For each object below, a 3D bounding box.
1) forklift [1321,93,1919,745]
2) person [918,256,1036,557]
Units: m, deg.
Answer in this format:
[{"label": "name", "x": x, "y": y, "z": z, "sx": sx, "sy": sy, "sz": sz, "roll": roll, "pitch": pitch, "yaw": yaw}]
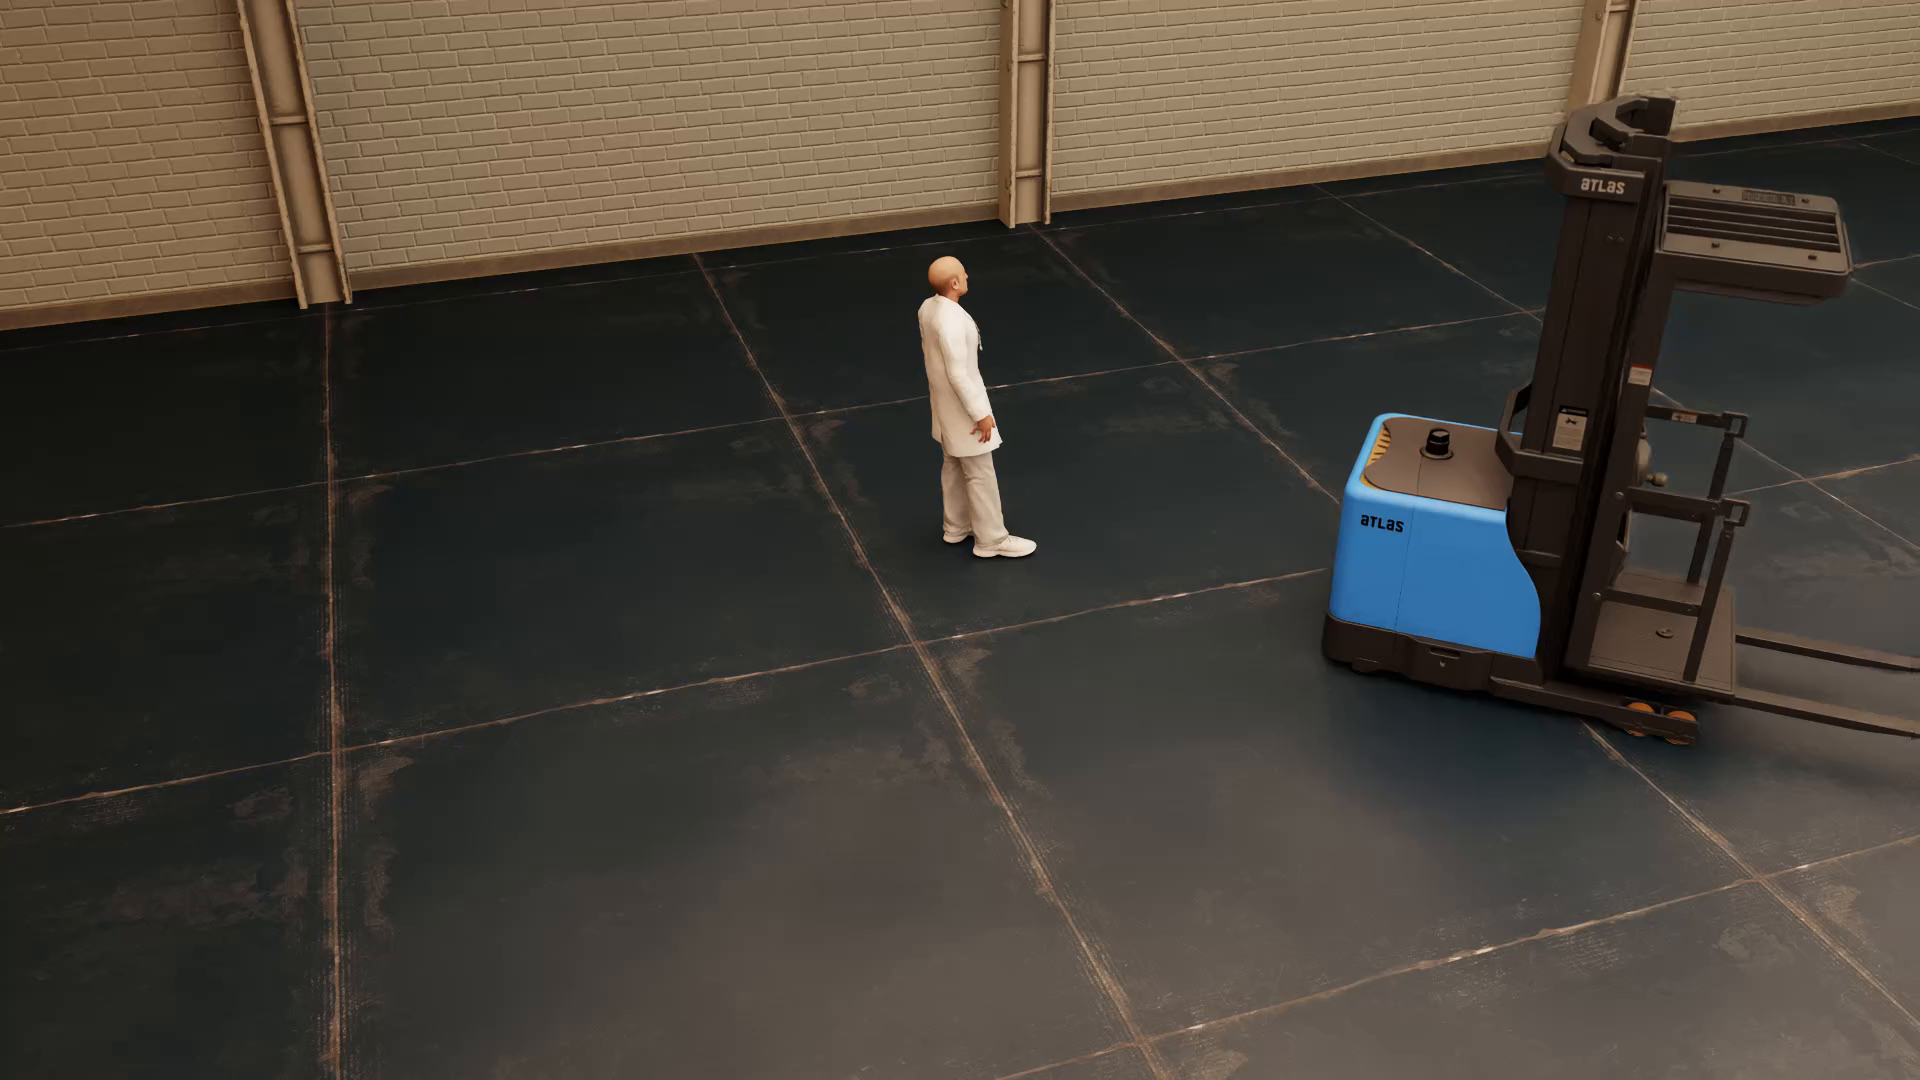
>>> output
[{"label": "forklift", "x": 3.497, "y": -0.554, "z": 8.050, "sx": 3.031, "sy": 2.935, "sz": 1.130, "roll": 11, "pitch": 32, "yaw": 19}, {"label": "person", "x": 0.087, "y": -0.788, "z": 9.600, "sx": 0.581, "sy": 1.775, "sz": 0.694, "roll": -10, "pitch": 31, "yaw": -16}]
